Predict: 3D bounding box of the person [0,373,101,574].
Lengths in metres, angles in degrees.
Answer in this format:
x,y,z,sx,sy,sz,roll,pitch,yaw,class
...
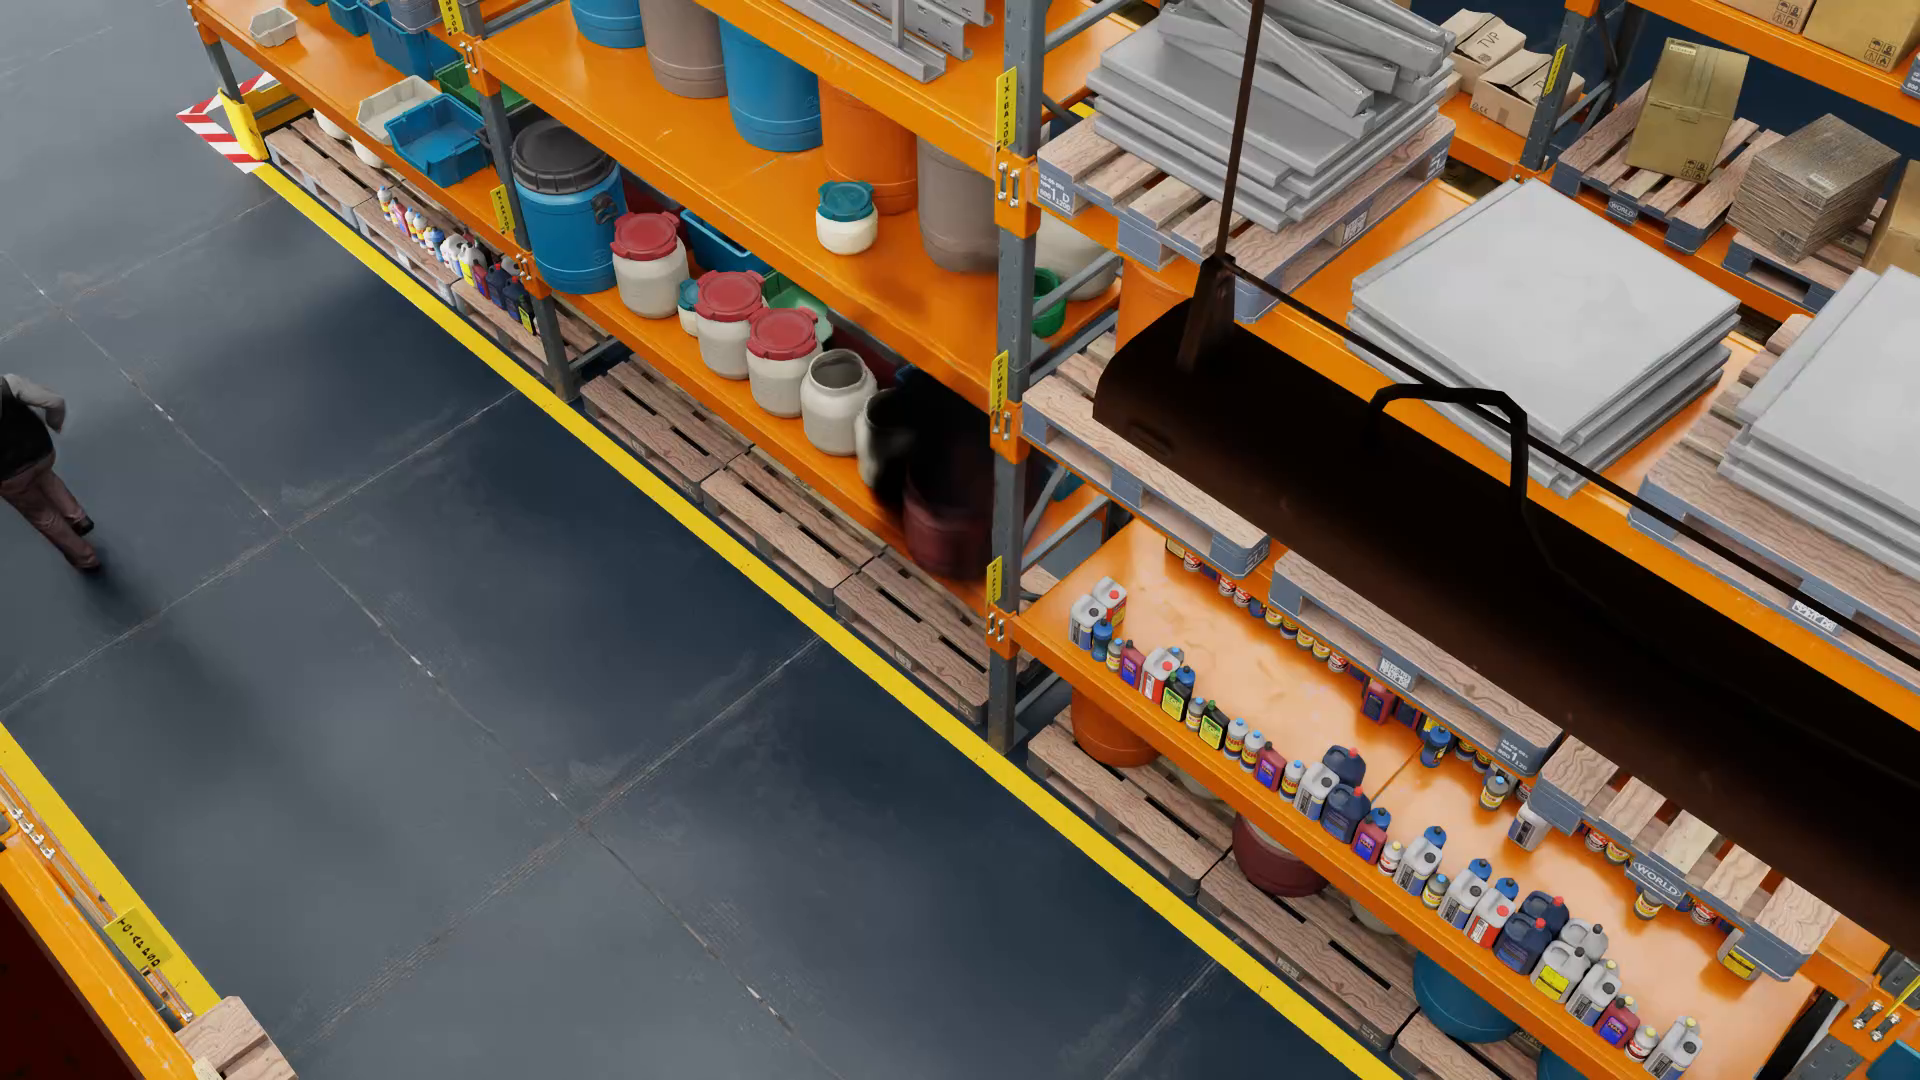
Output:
x,y,z,sx,sy,sz,roll,pitch,yaw,class
-5.500,-0.493,9.663,0.640,1.698,0.644,28,56,22,person
